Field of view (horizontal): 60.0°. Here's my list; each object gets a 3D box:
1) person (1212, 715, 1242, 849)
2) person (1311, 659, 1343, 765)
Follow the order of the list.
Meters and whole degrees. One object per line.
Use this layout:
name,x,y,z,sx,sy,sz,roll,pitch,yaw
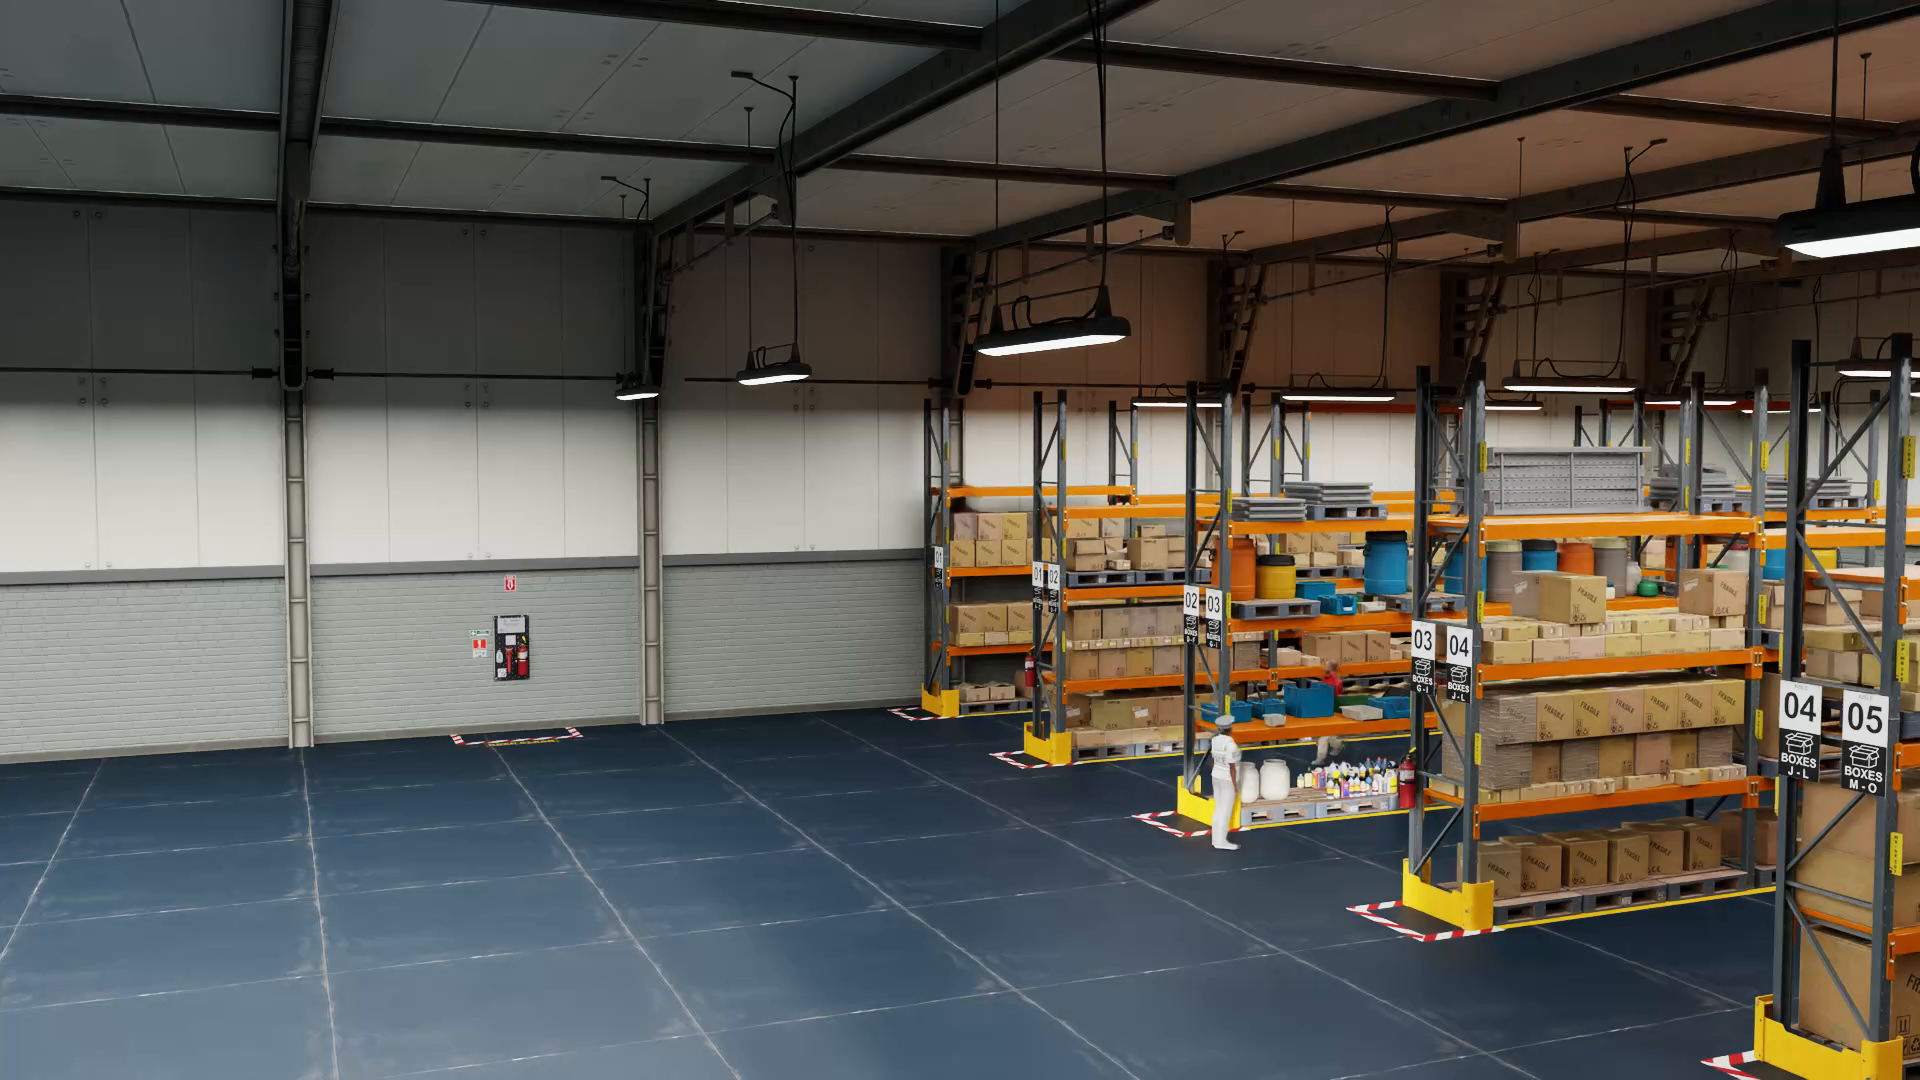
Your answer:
person,3.381,3.074,21.145,0.369,1.696,0.472,-1,4,-23
person,5.937,2.744,26.746,0.961,1.671,0.672,-3,4,-37
